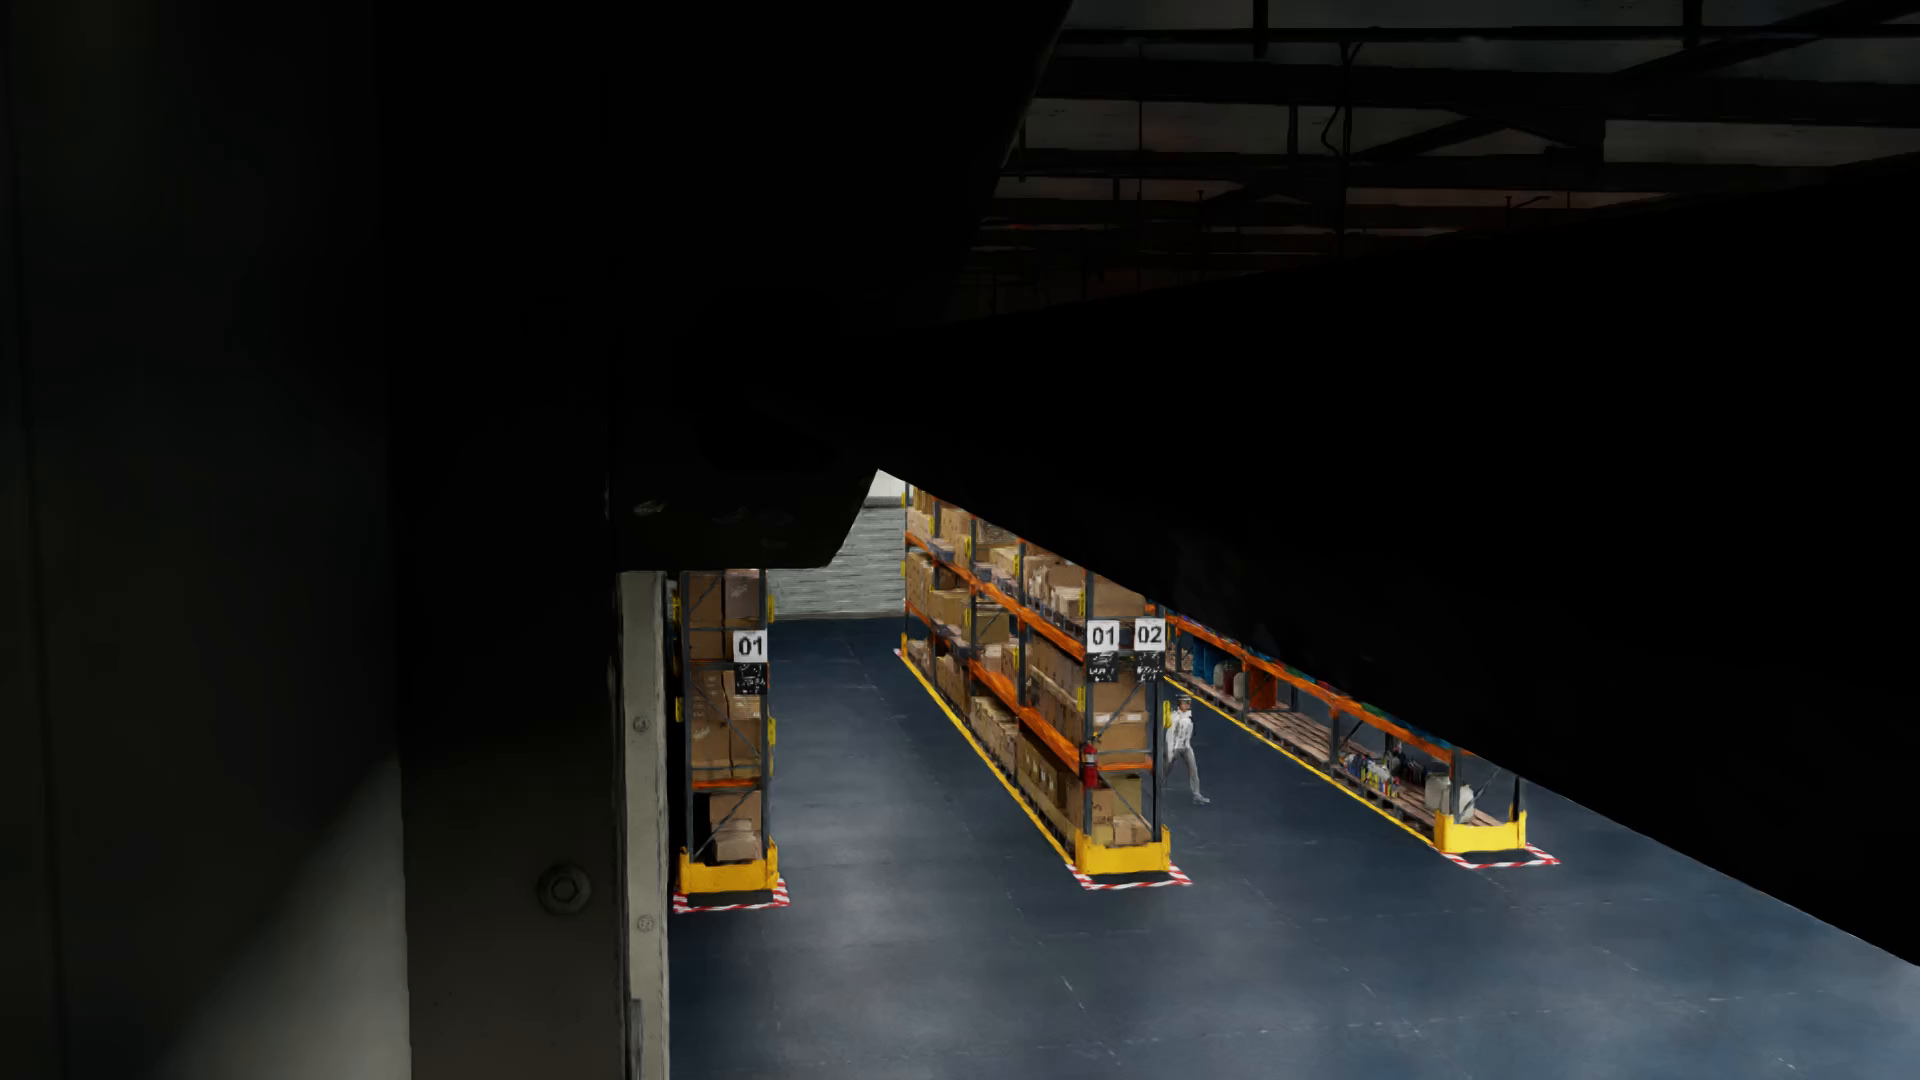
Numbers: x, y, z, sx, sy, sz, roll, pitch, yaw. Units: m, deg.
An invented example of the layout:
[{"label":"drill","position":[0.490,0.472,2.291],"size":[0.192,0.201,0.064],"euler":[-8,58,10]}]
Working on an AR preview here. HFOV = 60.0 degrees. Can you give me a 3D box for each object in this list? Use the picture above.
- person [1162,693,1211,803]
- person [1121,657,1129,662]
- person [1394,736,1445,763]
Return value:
[{"label":"person","position":[3.205,3.014,24.226],"size":[0.529,1.620,0.933],"euler":[-4,7,-32]},{"label":"person","position":[3.085,2.152,32.038],"size":[0.701,1.714,0.868],"euler":[-1,6,-14]},{"label":"person","position":[7.330,2.696,26.587],"size":[0.554,1.735,0.907],"euler":[-3,7,-27]}]
